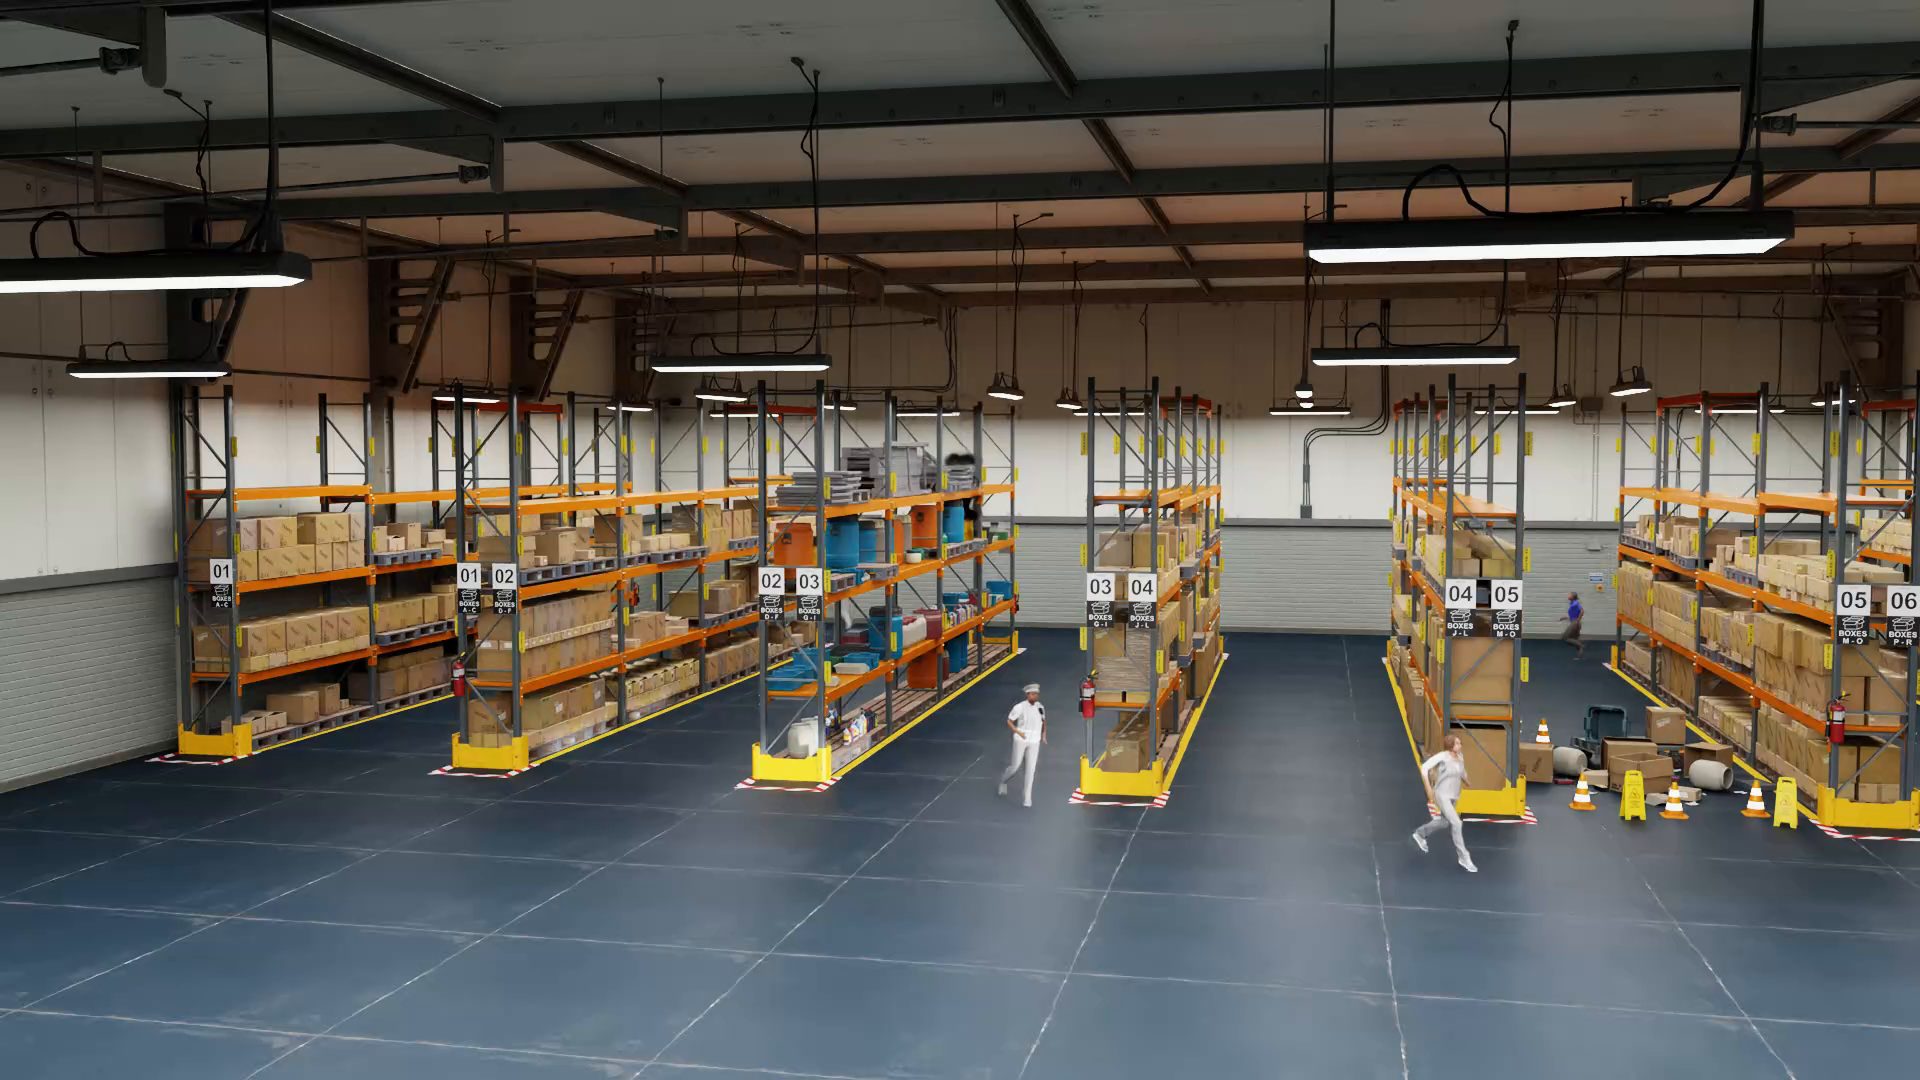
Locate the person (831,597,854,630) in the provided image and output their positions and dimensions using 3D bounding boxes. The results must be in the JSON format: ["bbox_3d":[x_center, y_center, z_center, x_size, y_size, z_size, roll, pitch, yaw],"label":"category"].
[{"bbox_3d":[-2.962,1.820,42.164,0.625,1.638,0.837,-2,4,-31],"label":"person"}]

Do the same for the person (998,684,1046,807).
[{"bbox_3d":[0.958,2.850,23.442,0.658,1.657,0.918,-1,3,-18],"label":"person"}]

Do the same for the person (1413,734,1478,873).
[{"bbox_3d":[5.793,3.092,19.868,0.557,1.599,0.931,-2,4,-33],"label":"person"}]

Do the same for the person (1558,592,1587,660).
[{"bbox_3d":[14.381,2.020,39.025,0.660,1.614,0.611,1,3,20],"label":"person"}]
